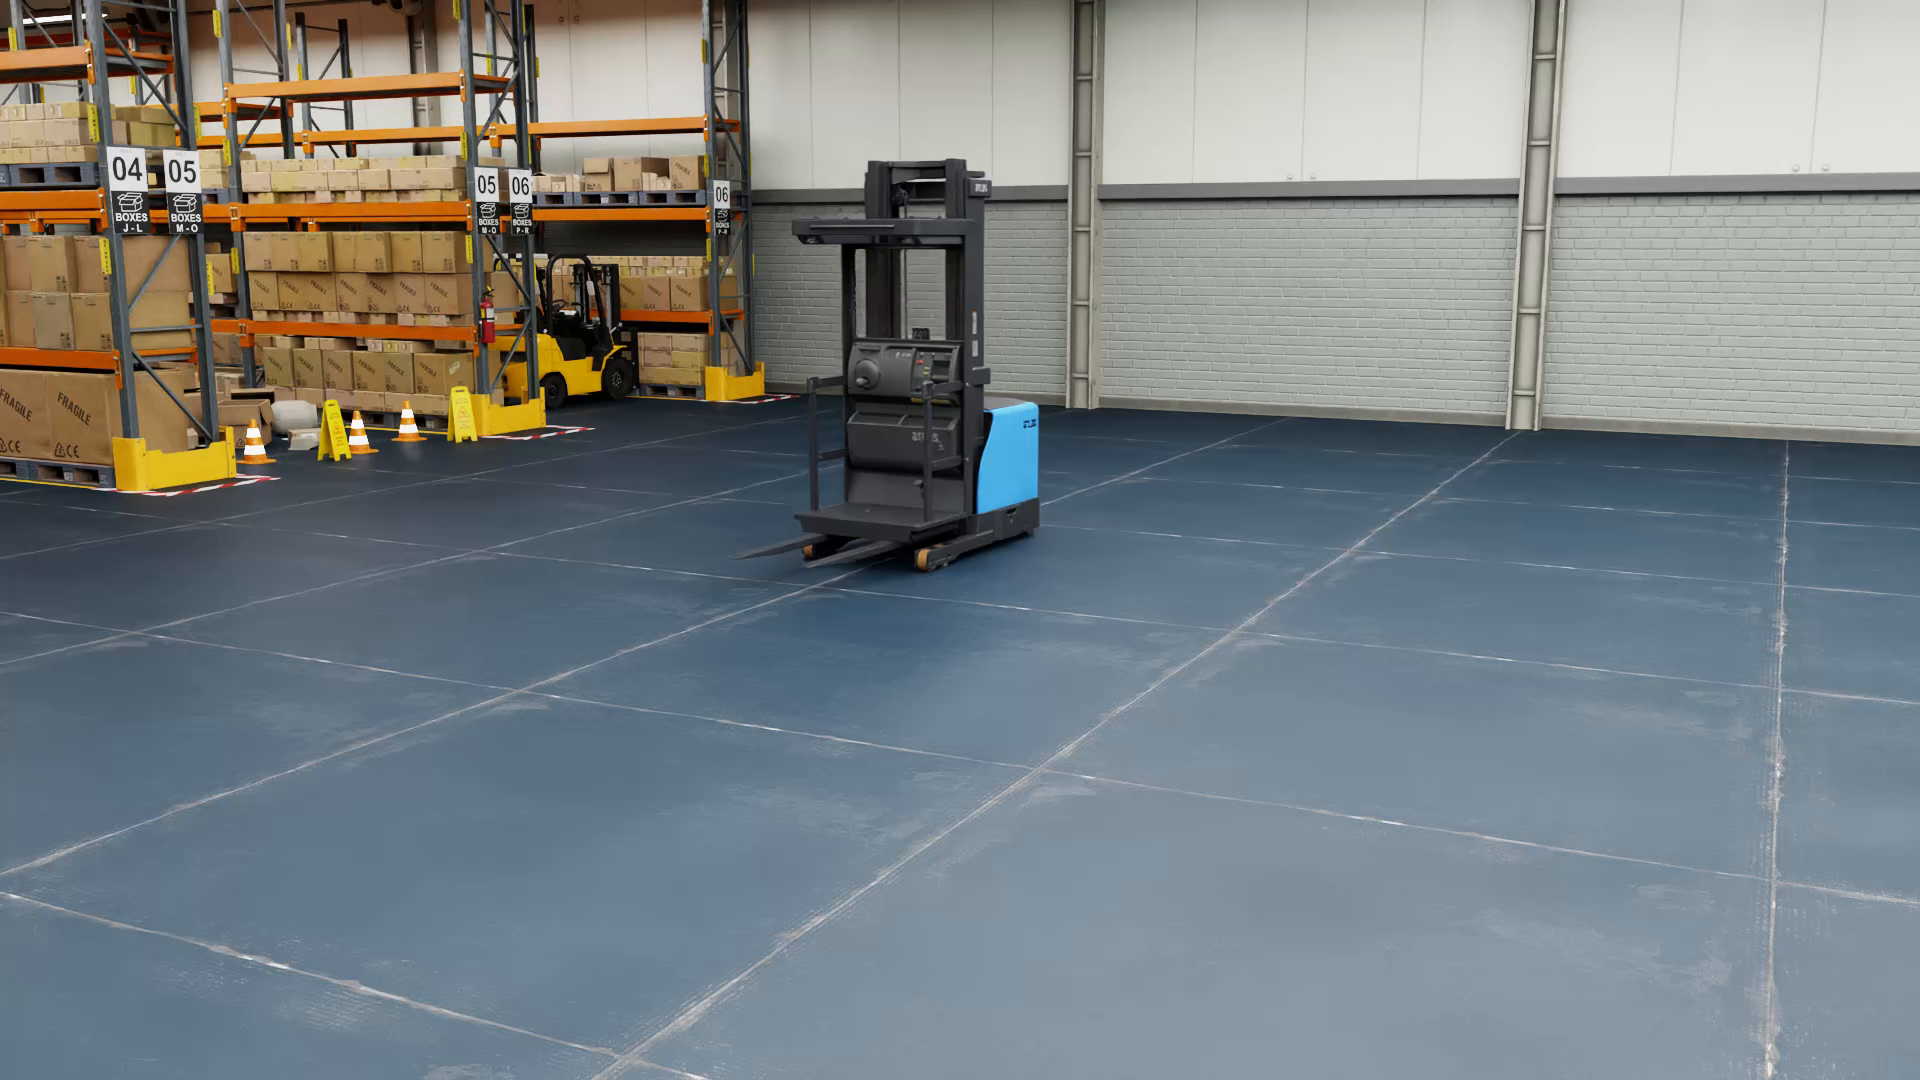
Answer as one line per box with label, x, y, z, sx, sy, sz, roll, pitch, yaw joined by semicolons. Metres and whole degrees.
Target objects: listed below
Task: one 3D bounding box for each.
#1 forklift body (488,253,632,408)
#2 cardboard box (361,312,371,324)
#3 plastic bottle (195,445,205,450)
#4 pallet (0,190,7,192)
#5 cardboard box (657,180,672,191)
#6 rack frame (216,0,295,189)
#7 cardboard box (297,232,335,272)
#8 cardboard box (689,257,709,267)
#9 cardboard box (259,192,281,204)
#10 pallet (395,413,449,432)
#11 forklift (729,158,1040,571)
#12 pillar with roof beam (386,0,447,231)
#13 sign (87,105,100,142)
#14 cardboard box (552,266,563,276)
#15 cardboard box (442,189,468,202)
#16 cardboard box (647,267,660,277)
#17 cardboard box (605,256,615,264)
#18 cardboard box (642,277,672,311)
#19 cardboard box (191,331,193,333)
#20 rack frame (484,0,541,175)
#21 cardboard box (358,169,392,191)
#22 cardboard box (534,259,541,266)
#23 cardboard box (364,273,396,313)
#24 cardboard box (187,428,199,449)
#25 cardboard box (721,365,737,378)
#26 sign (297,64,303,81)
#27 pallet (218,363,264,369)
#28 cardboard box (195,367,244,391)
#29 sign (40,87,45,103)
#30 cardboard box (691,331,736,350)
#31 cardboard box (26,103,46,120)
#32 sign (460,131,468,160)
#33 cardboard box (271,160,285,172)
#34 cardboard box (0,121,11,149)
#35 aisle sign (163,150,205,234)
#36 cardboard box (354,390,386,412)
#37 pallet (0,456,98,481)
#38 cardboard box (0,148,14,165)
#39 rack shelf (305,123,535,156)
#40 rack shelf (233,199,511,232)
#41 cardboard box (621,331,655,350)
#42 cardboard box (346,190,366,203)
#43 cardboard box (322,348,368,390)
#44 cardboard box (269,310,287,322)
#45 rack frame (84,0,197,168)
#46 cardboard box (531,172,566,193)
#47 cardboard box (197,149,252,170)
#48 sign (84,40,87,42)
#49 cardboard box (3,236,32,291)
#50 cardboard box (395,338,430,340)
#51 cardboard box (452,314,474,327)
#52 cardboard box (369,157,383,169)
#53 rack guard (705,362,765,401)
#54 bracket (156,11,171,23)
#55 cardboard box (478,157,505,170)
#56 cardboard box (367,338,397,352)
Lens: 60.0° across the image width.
forklift body;-5.921;-3.074;24.175;1.214;2.155;2.313;5;11;26
cardboard box;-7.399;-2.836;21.181;0.250;0.149;0.380;5;11;26
plastic bottle;-8.527;-1.038;18.793;0.283;0.061;0.133;1;10;6
pallet;-10.564;-3.723;17.207;1.213;0.211;1.003;5;11;26
cardboard box;-4.291;-5.259;24.685;0.250;0.149;0.380;5;11;24
rack frame;-9.193;-6.108;21.709;0.127;3.000;1.000;5;11;26
cardboard box;-8.008;-3.686;21.252;0.500;0.500;0.700;5;11;25
cardboard box;-3.828;-4.143;24.761;0.250;0.149;0.380;5;11;26
cardboard box;-8.813;-4.414;21.481;0.250;0.149;0.380;5;11;26
pallet;-6.387;-1.544;21.168;1.213;0.211;1.003;5;11;26
forklift;-0.528;-1.307;12.222;1.130;2.935;3.031;6;12;29
pillar with roof beam;-10.925;-6.570;24.261;0.548;9.000;9.100;5;11;26
sign;-7.959;-3.829;15.278;0.005;0.325;0.100;5;11;26
cardboard box;-6.164;-4.182;25.815;0.250;0.149;0.380;5;12;27
cardboard box;-6.050;-4.176;20.166;0.250;0.149;0.380;5;11;26
cardboard box;-4.513;-4.051;25.091;0.250;0.149;0.380;5;11;25
cardboard box;-5.206;-4.263;25.423;0.250;0.149;0.380;5;11;27
cardboard box;-4.432;-3.722;25.091;0.500;0.500;0.500;5;12;28
cardboard box;-13.688;-3.795;29.793;0.250;0.149;0.380;5;11;24
rack frame;-7.001;-6.901;26.091;0.127;3.000;1.000;5;11;26
cardboard box;-7.102;-4.466;20.648;0.500;0.250;0.500;5;12;27
cardboard box;-6.564;-4.388;26.113;0.250;0.149;0.380;5;11;27
cardboard box;-7.109;-3.115;20.903;0.500;0.500;0.500;5;11;26
cardboard box;-8.937;-1.170;18.952;0.258;0.266;0.396;7;13;36
cardboard box;-3.767;-2.557;25.478;0.500;0.250;0.500;5;11;26
sign;-10.819;-7.627;27.259;0.005;0.325;0.100;5;11;26
pallet;-12.331;-3.053;29.506;1.213;0.211;1.003;5;11;26
cardboard box;-10.311;-2.166;22.976;0.625;0.372;0.950;6;12;29
sign;-17.498;-8.471;31.699;0.005;0.325;0.100;5;11;26
cardboard box;-3.761;-3.047;25.378;0.500;0.250;0.500;5;11;25
cardboard box;-8.611;-4.055;15.797;0.250;0.149;0.380;5;12;27
sign;-5.870;-4.665;19.675;0.005;0.325;0.100;5;11;26
cardboard box;-8.577;-4.785;21.292;0.250;0.149;0.380;5;11;24
cardboard box;-9.167;-3.920;16.168;0.500;0.250;0.500;5;11;25
aisle sign;-7.510;-3.363;16.092;0.004;0.787;0.394;5;11;26
cardboard box;-7.383;-1.797;21.279;0.500;0.250;0.500;5;11;24
pallet;-9.548;-0.817;17.150;1.213;0.211;1.003;5;11;26
cardboard box;-9.067;-3.702;16.088;0.250;0.149;0.380;5;11;25
rack shelf;-8.794;-6.508;27.062;4.000;0.370;1.077;5;11;26
rack shelf;-7.400;-4.120;21.170;4.000;0.370;1.077;5;11;26
cardboard box;-4.882;-3.043;25.355;0.500;0.250;0.500;5;11;27
cardboard box;-7.447;-4.290;20.795;0.250;0.149;0.380;5;11;25
cardboard box;-7.834;-2.207;21.439;0.500;0.500;0.500;6;12;29
cardboard box;-8.803;-2.944;21.781;0.250;0.149;0.380;5;12;27
rack frame;-7.706;-4.994;15.556;0.127;3.000;1.000;5;11;26
cardboard box;-6.362;-5.532;25.743;0.500;0.311;0.500;5;12;27
cardboard box;-9.770;-5.036;22.048;0.500;0.250;0.500;5;12;27
sign;-12.549;-7.009;23.844;0.005;0.325;0.100;5;11;26
cardboard box;-8.998;-2.777;16.698;0.550;0.550;0.875;5;11;26
cardboard box;-8.841;-3.147;27.687;0.625;0.625;0.875;5;11;23
cardboard box;-6.036;-2.712;20.498;0.250;0.149;0.380;5;12;28
cardboard box;-7.135;-4.682;20.720;0.250;0.149;0.380;5;11;24
rack guard;-3.392;-2.402;25.096;0.348;0.500;1.175;5;11;26
bracket;-14.185;-9.412;29.858;0.430;0.232;0.235;5;11;26
cardboard box;-5.835;-4.646;20.521;0.250;0.149;0.380;5;11;25
cardboard box;-7.259;-2.463;21.033;0.250;0.149;0.380;6;12;28
